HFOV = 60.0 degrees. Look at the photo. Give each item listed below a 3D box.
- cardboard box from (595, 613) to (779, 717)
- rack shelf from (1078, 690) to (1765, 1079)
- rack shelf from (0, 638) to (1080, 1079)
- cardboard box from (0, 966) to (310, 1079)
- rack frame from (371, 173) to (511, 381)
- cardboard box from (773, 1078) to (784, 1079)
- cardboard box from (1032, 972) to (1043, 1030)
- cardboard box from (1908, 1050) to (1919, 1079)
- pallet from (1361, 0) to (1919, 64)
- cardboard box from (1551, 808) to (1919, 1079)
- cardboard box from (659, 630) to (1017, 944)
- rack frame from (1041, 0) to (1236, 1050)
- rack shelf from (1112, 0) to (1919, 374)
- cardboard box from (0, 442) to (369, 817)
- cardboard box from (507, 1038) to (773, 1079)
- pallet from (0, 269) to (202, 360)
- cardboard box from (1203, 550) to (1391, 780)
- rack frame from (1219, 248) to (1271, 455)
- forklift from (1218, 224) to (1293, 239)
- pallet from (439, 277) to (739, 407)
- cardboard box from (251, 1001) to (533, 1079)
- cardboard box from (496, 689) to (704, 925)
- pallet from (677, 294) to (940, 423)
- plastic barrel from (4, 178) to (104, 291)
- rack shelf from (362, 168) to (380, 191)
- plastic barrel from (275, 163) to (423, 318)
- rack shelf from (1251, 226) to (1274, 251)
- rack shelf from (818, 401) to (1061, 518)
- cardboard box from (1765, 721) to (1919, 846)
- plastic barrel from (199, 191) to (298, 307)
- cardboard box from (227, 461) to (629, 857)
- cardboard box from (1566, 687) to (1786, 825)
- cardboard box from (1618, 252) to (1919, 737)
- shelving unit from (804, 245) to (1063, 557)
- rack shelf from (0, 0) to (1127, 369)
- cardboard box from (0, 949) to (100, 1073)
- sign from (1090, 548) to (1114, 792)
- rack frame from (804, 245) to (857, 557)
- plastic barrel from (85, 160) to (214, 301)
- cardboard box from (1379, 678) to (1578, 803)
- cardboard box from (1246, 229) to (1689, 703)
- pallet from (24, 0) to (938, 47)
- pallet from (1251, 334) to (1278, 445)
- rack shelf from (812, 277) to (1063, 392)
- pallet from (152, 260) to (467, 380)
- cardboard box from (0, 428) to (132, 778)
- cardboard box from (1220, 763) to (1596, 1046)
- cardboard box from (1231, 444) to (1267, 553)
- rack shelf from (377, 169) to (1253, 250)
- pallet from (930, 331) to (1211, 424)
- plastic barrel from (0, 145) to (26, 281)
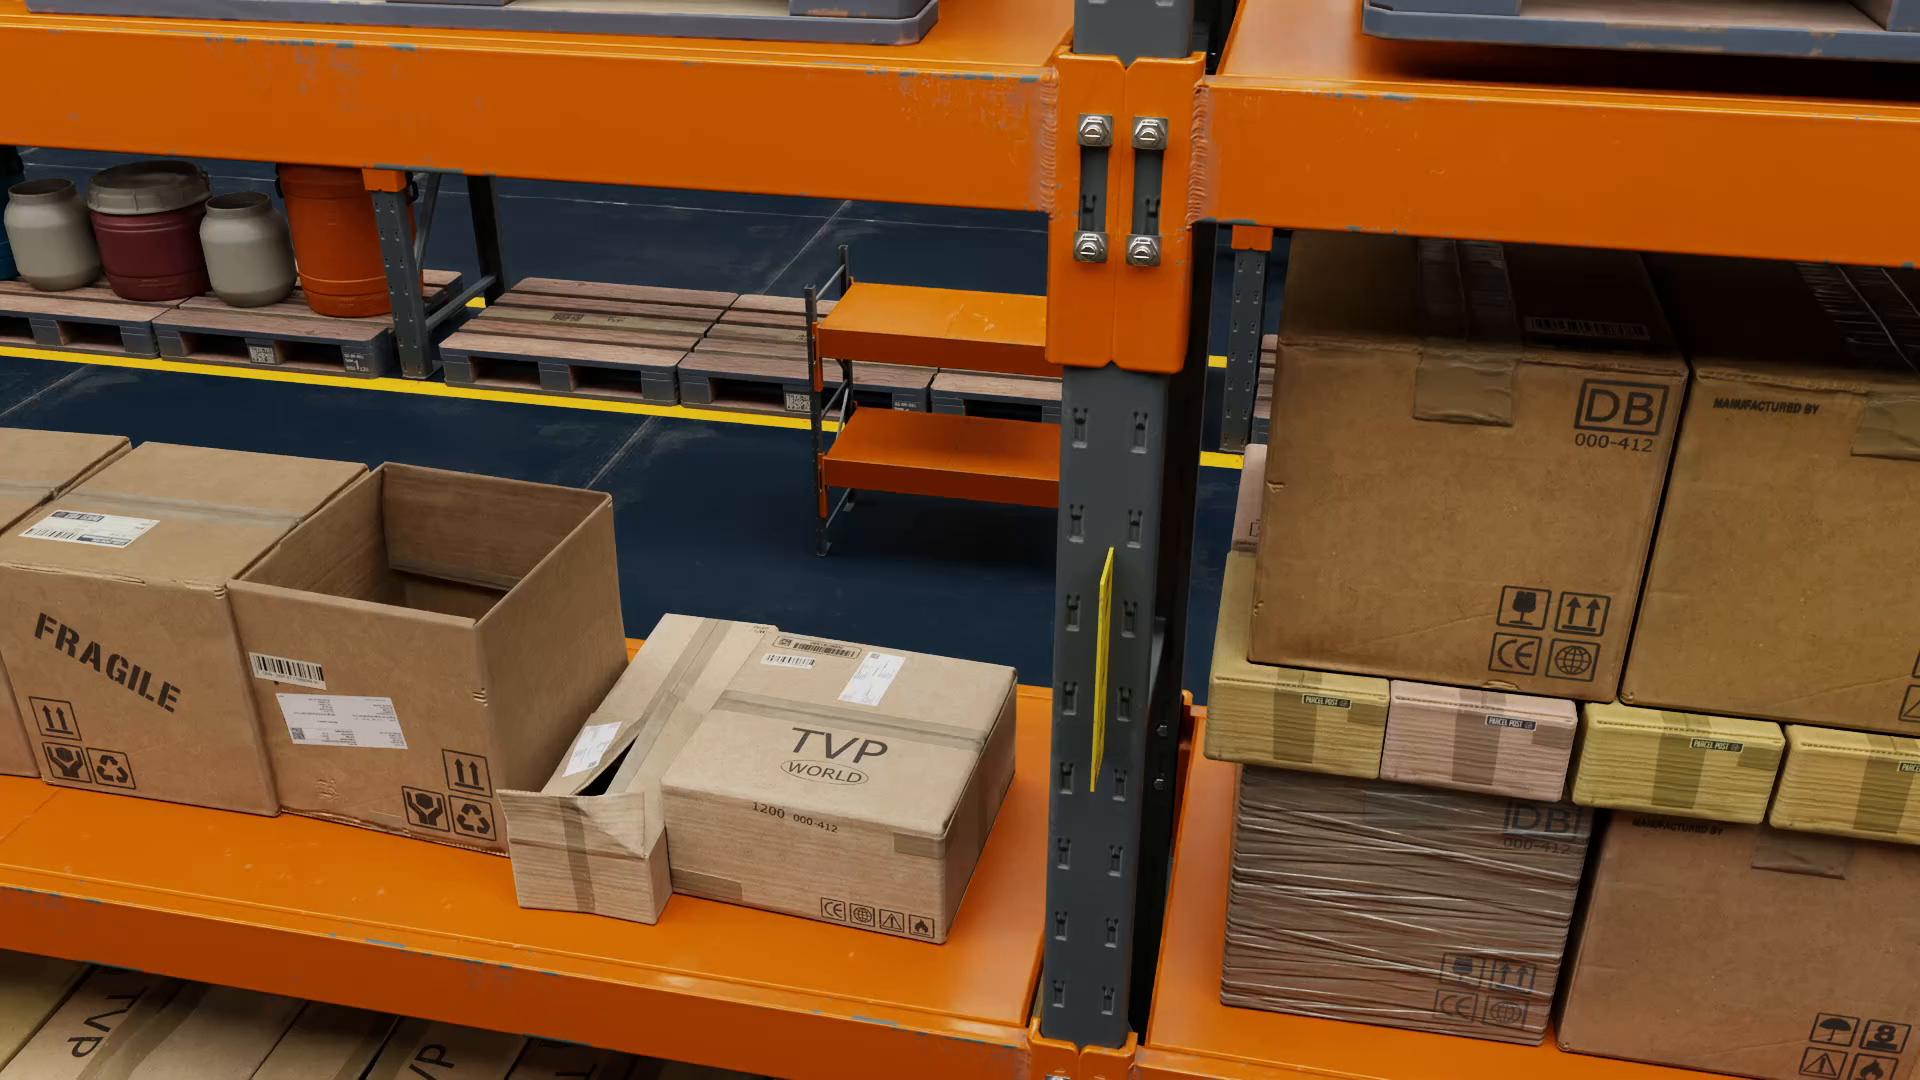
[{"bbox_3d":[-0.533,0.315,3.312,0.250,0.149,0.380,6,29,11],"label":"cardboard box"},{"bbox_3d":[2.247,0.906,2.720,4.000,0.370,1.077,6,29,11],"label":"rack shelf"},{"bbox_3d":[-1.665,0.505,3.453,4.000,0.370,1.077,6,29,11],"label":"rack shelf"},{"bbox_3d":[-1.654,1.107,3.445,0.500,0.311,0.500,5,29,10],"label":"cardboard box"},{"bbox_3d":[-2.583,-2.337,7.895,0.127,3.000,1.000,6,29,11],"label":"rack frame"},{"bbox_3d":[-0.165,1.260,3.167,0.500,0.311,0.500,6,29,11],"label":"cardboard box"},{"bbox_3d":[-0.061,1.008,3.628,0.500,0.311,0.500,6,29,11],"label":"cardboard box"},{"bbox_3d":[1.733,0.490,2.628,0.500,0.500,0.700,6,29,11],"label":"cardboard box"},{"bbox_3d":[1.130,-0.813,2.081,1.213,0.211,1.003,6,29,11],"label":"pallet"},{"bbox_3d":[1.243,0.438,2.723,0.500,0.500,0.700,6,29,10],"label":"cardboard box"},{"bbox_3d":[-0.200,0.427,3.003,0.500,0.250,0.500,8,30,14],"label":"cardboard box"},{"bbox_3d":[0.290,0.392,2.911,0.053,2.616,0.949,6,29,11],"label":"rack frame"},{"bbox_3d":[2.247,-0.410,2.000,4.000,0.370,1.077,6,29,11],"label":"rack shelf"},{"bbox_3d":[-1.462,0.158,3.233,0.500,0.500,0.500,6,29,11],"label":"cardboard box"},{"bbox_3d":[-0.675,1.211,3.257,0.500,0.311,0.500,7,29,12],"label":"cardboard box"},{"bbox_3d":[-4.552,-1.297,8.899,1.213,0.211,1.003,6,29,11],"label":"pallet"},{"bbox_3d":[0.513,0.180,2.519,0.250,0.149,0.380,6,29,10],"label":"cardboard box"},{"bbox_3d":[1.329,-1.936,7.162,0.127,3.000,1.000,6,29,11],"label":"rack frame"},{"bbox_3d":[2.513,-2.896,8.988,3.031,2.935,1.130,13,31,23],"label":"forklift"},{"bbox_3d":[-1.833,-1.018,8.389,1.213,0.211,1.003,6,29,11],"label":"pallet"},{"bbox_3d":[-1.163,1.160,3.350,0.500,0.311,0.500,6,29,10],"label":"cardboard box"},{"bbox_3d":[-0.607,0.447,2.950,0.258,0.266,0.396,5,29,9],"label":"cardboard box"},{"bbox_3d":[-0.644,-0.894,8.164,1.213,0.211,1.003,6,29,11],"label":"pallet"},{"bbox_3d":[-4.740,-1.599,8.700,0.421,0.512,0.421,0,29,0],"label":"plastic barrel"},{"bbox_3d":[-4.539,-2.222,8.434,4.000,0.370,1.077,6,29,11],"label":"rack shelf"},{"bbox_3d":[-3.065,-1.610,8.390,0.708,0.830,0.600,6,29,11],"label":"plastic barrel"},{"bbox_3d":[3.285,-1.420,6.969,4.000,0.370,1.077,6,29,11],"label":"rack shelf"},{"bbox_3d":[-0.007,-0.280,6.599,1.000,0.278,0.538,6,29,11],"label":"rack shelf"},{"bbox_3d":[1.268,0.255,2.380,0.250,0.149,0.380,6,29,10],"label":"cardboard box"},{"bbox_3d":[-3.636,-1.486,8.493,0.421,0.512,0.421,0,29,0],"label":"plastic barrel"},{"bbox_3d":[-0.972,0.209,3.141,0.500,0.500,0.500,8,30,14],"label":"cardboard box"},{"bbox_3d":[1.011,0.230,2.427,0.250,0.149,0.380,5,29,9],"label":"cardboard box"},{"bbox_3d":[1.220,-0.131,2.411,0.500,0.500,0.700,6,29,10],"label":"cardboard box"},{"bbox_3d":[-0.007,-0.494,6.481,1.048,1.125,0.538,6,29,11],"label":"shelving unit"},{"bbox_3d":[-1.665,-0.811,2.733,4.000,0.370,1.077,6,29,11],"label":"rack shelf"},{"bbox_3d":[-2.156,1.056,3.539,0.500,0.311,0.500,5,29,9],"label":"cardboard box"},{"bbox_3d":[0.187,0.173,2.188,0.005,0.325,0.100,6,29,11],"label":"sign"},{"bbox_3d":[-0.504,-0.545,6.574,0.032,1.125,0.500,6,29,11],"label":"rack frame"},{"bbox_3d":[-4.169,-1.618,8.655,0.708,0.588,0.600,6,29,11],"label":"plastic barrel"},{"bbox_3d":[0.759,0.205,2.473,0.250,0.149,0.380,6,29,11],"label":"cardboard box"},{"bbox_3d":[0.726,-0.181,2.502,0.500,0.500,0.700,6,29,11],"label":"cardboard box"},{"bbox_3d":[-0.575,-0.924,2.390,1.217,0.209,0.805,5,29,9],"label":"pallet"},{"bbox_3d":[1.977,-0.626,7.673,1.213,0.211,1.003,6,29,11],"label":"pallet"},{"bbox_3d":[-0.007,-0.751,6.341,1.000,0.278,0.538,6,29,11],"label":"rack shelf"},{"bbox_3d":[-3.363,-1.173,8.673,1.213,0.211,1.003,6,29,11],"label":"pallet"},{"bbox_3d":[-1.977,0.106,3.329,0.500,0.500,0.500,4,29,8],"label":"cardboard box"},{"bbox_3d":[0.726,0.388,2.814,0.500,0.500,0.700,5,29,9],"label":"cardboard box"},{"bbox_3d":[0.601,-0.012,2.868,0.250,0.149,0.380,6,29,11],"label":"cardboard box"},{"bbox_3d":[-0.627,-1.821,7.701,4.000,0.370,1.077,6,29,11],"label":"rack shelf"},{"bbox_3d":[0.553,-0.773,7.942,1.213,0.211,1.003,6,29,11],"label":"pallet"},{"bbox_3d":[-5.274,-1.868,8.787,0.708,0.901,0.600,6,29,11],"label":"plastic barrel"}]
